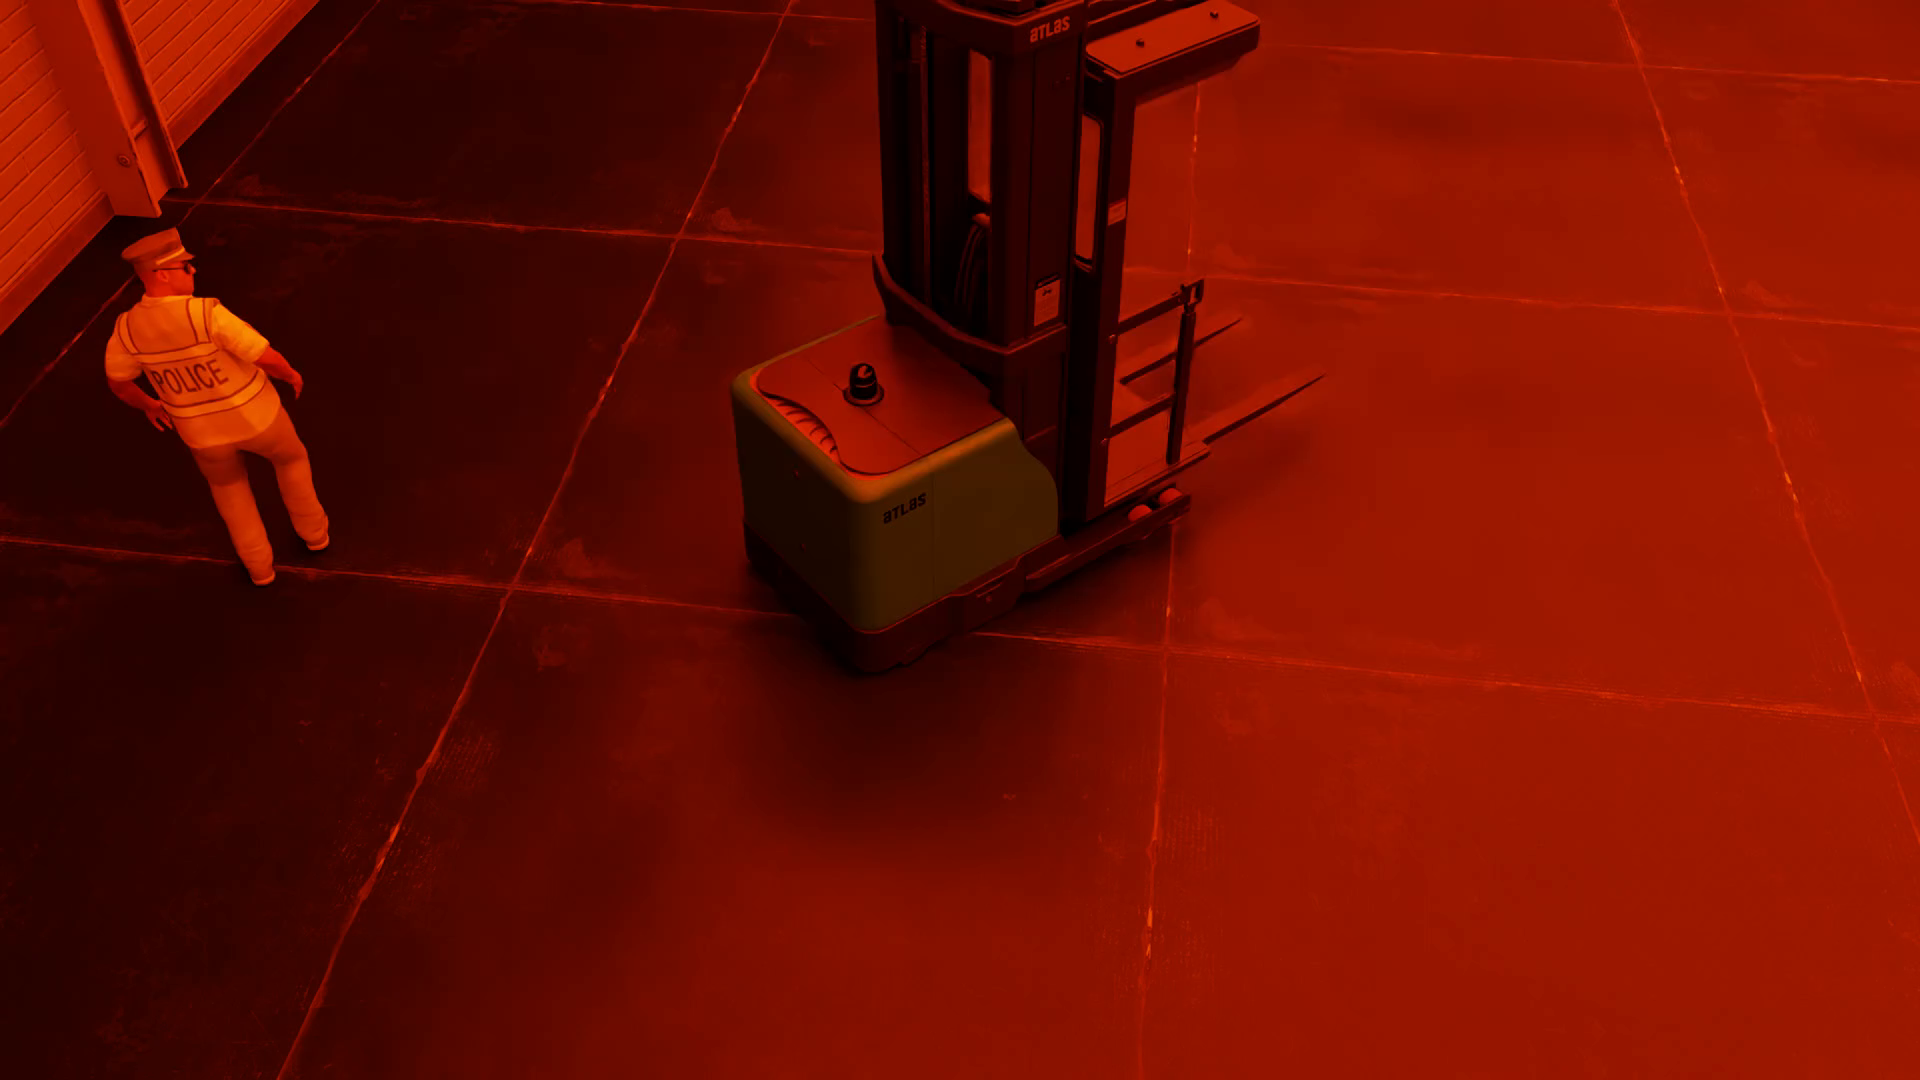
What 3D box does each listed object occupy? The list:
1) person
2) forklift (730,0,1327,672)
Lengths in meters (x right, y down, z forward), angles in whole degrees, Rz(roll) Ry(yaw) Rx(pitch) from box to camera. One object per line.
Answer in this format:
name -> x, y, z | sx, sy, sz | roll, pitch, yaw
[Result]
person -> -3.228, -0.573, 7.241 | 0.733, 1.731, 0.533 | -9, 43, -10
forklift -> 0.479, -1.336, 7.179 | 3.031, 2.935, 1.130 | -28, 49, -27
